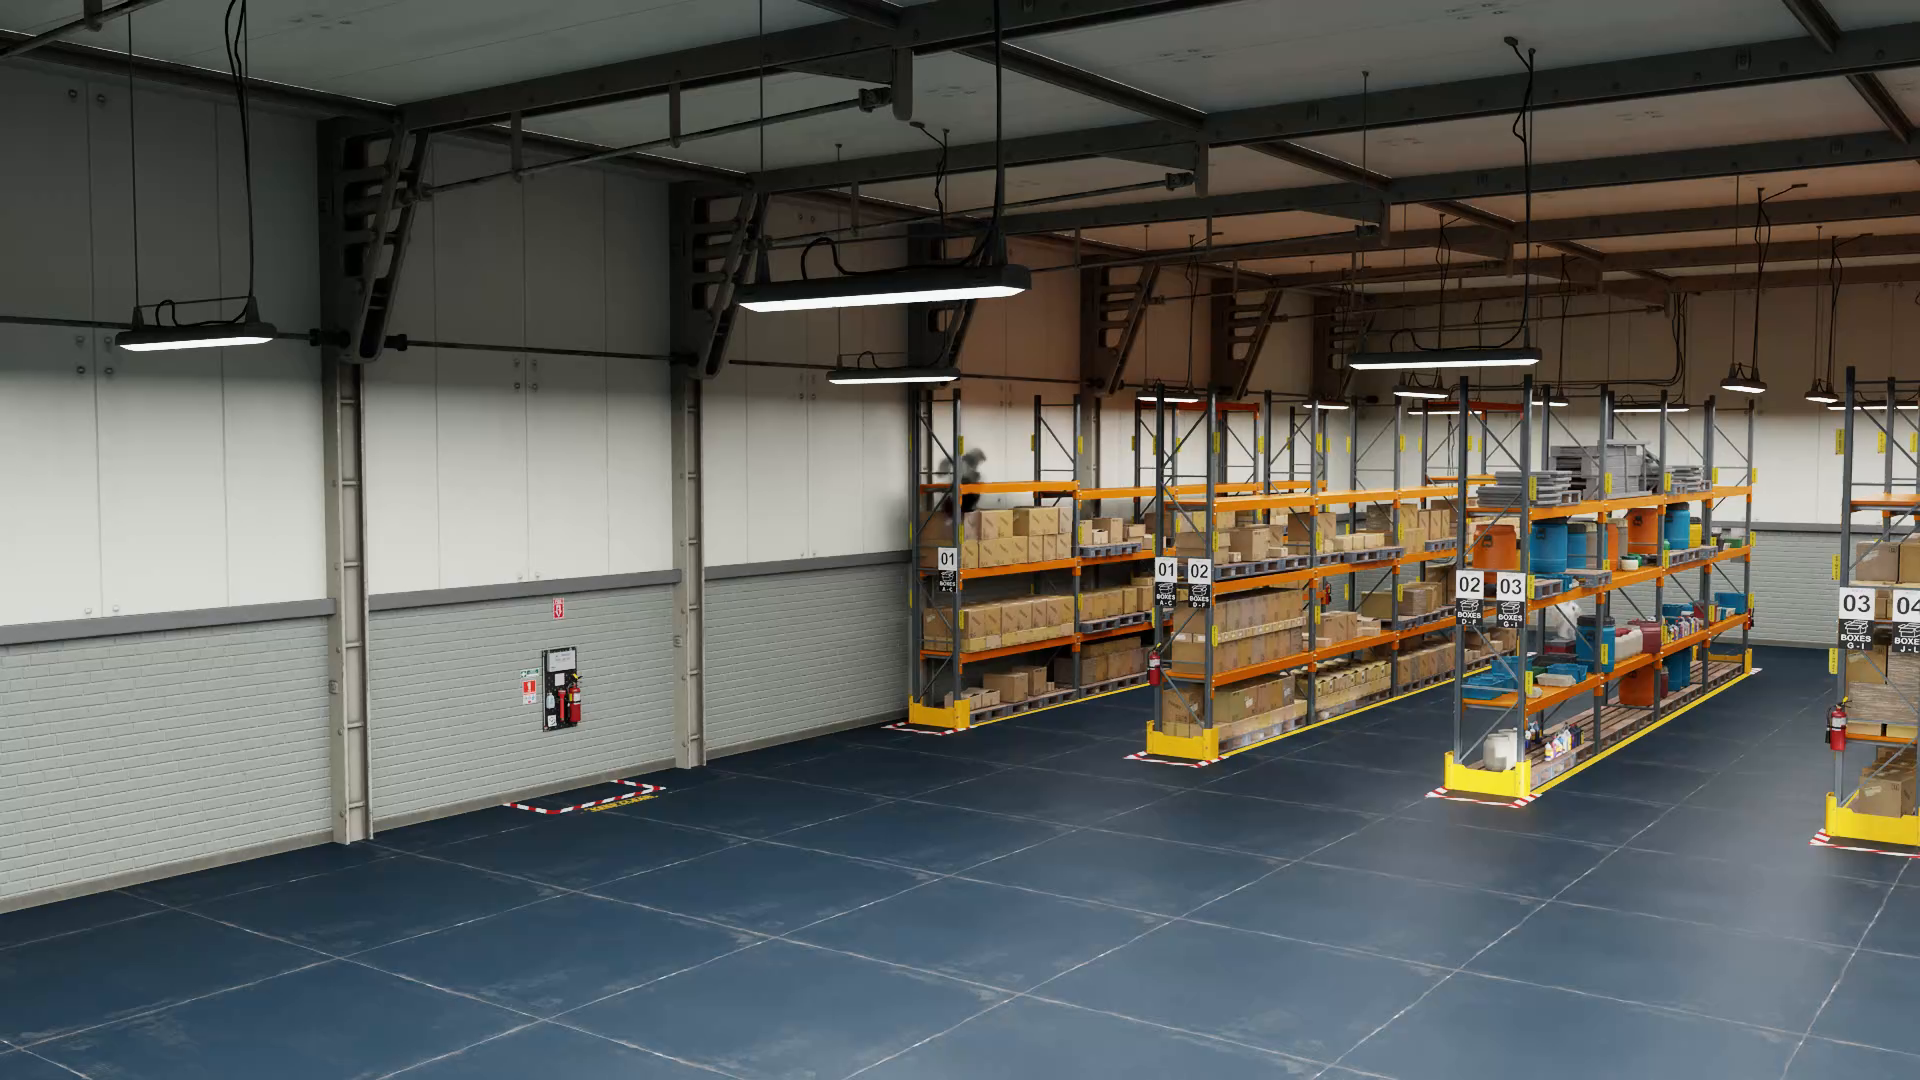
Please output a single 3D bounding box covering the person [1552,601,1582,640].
[{"bbox_3d":[13.766,2.044,37.709,0.634,1.709,0.613,1,3,19],"label":"person"}]
